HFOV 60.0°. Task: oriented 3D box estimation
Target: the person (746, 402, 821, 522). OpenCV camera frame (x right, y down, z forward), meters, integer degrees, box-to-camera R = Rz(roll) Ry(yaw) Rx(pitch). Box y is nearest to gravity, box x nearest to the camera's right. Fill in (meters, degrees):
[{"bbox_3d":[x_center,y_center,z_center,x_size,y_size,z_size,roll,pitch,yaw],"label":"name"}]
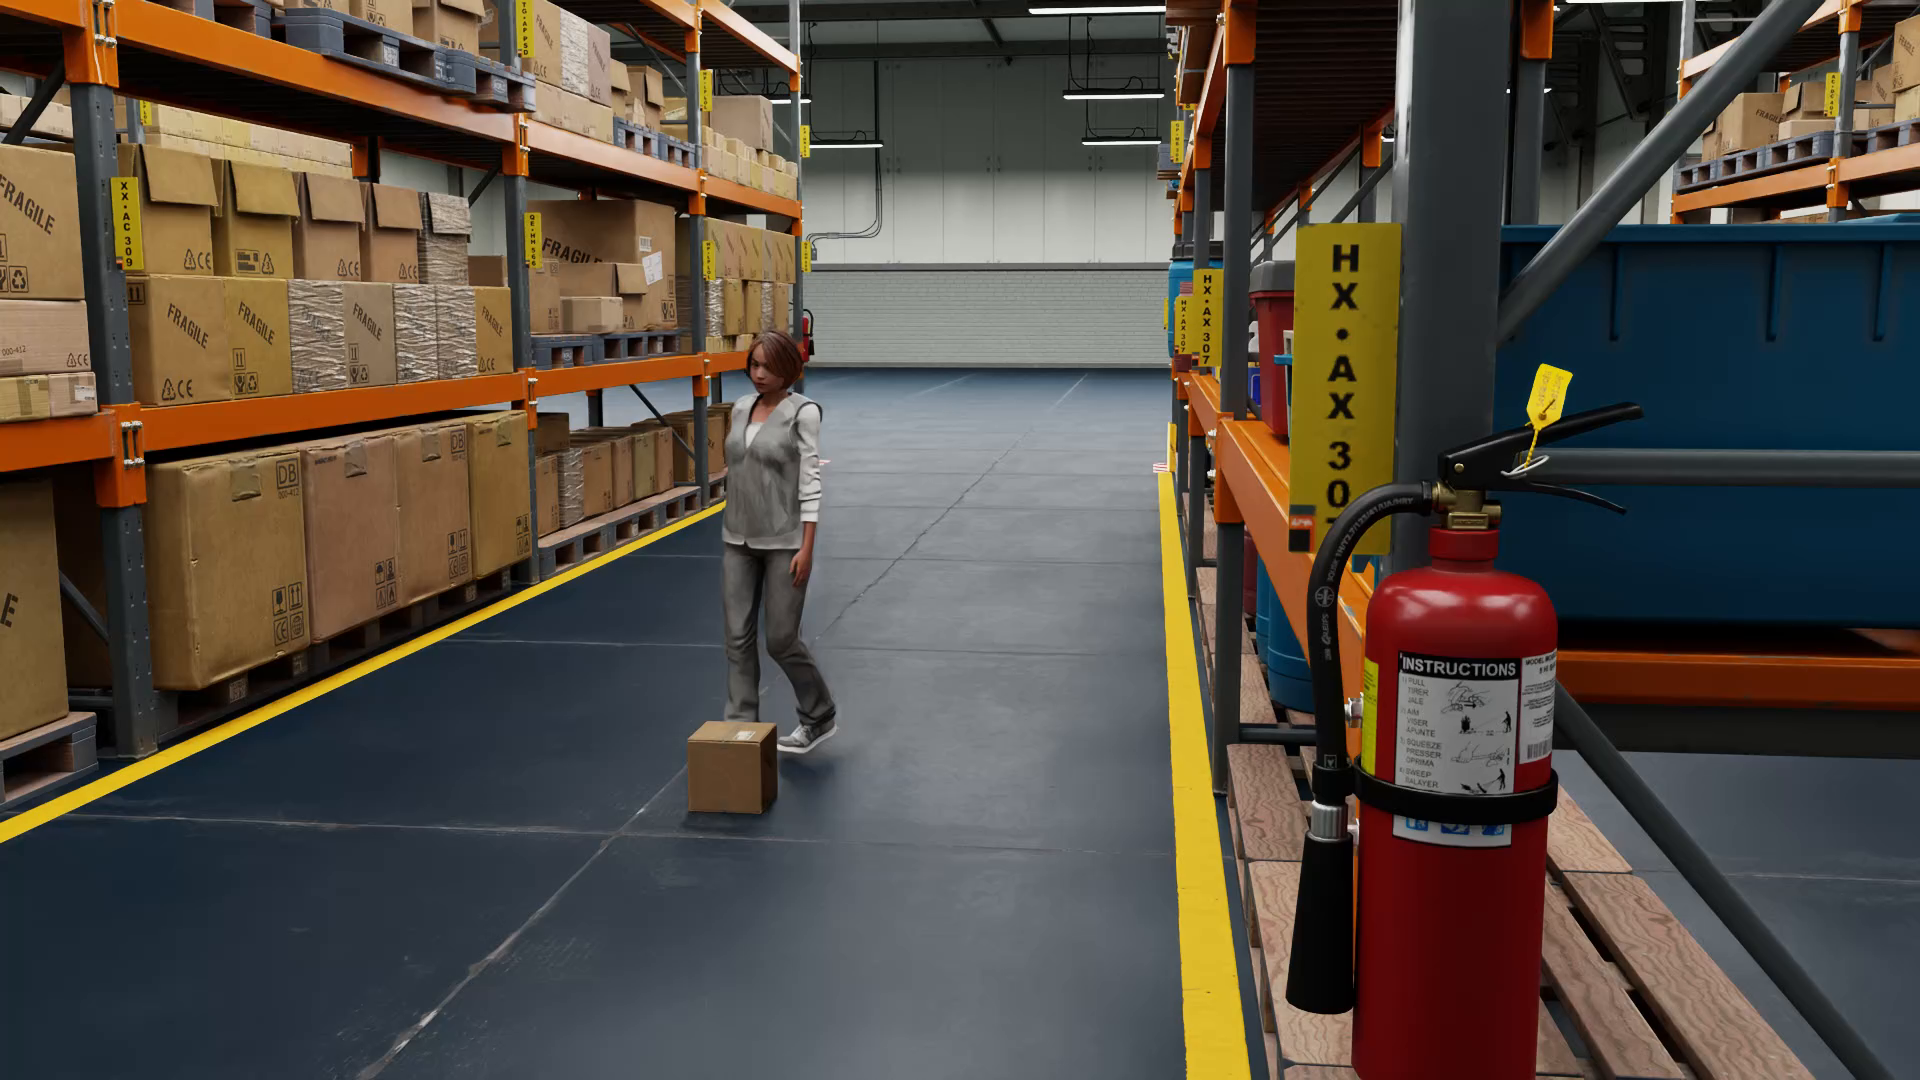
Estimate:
[{"bbox_3d":[-0.692,-0.241,6.023,0.427,0.547,0.266,4,9,29],"label":"person"}]
